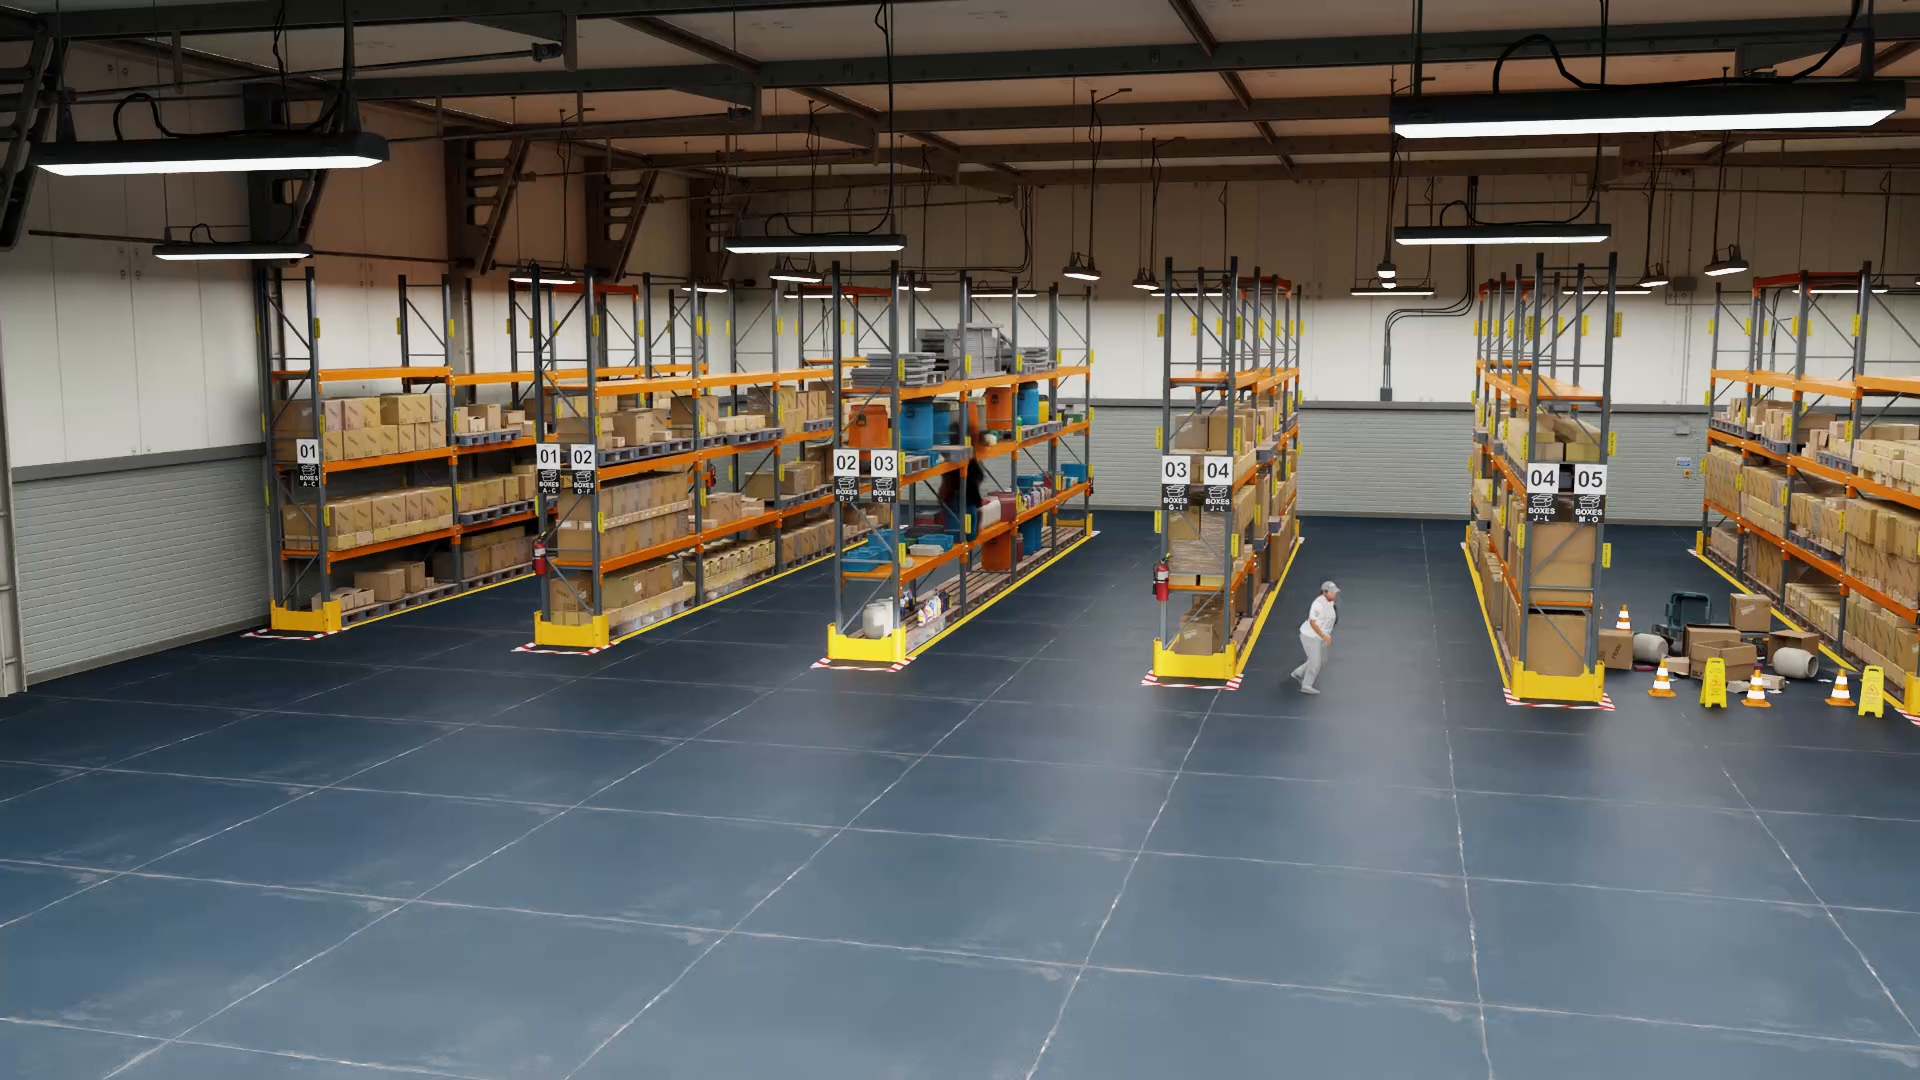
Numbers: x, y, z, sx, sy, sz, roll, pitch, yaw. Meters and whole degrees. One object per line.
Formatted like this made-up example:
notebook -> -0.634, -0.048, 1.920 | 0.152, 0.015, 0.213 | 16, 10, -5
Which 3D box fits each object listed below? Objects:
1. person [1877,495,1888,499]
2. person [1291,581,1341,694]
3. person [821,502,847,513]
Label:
person -> 18.979, -0.156, 33.970 | 0.649, 1.737, 0.857 | -2, 8, -18
person -> 4.880, 1.331, 22.850 | 0.770, 1.581, 0.594 | 6, 9, 38
person -> -3.273, -1.305, 43.222 | 0.802, 1.712, 0.557 | 2, 8, 16
